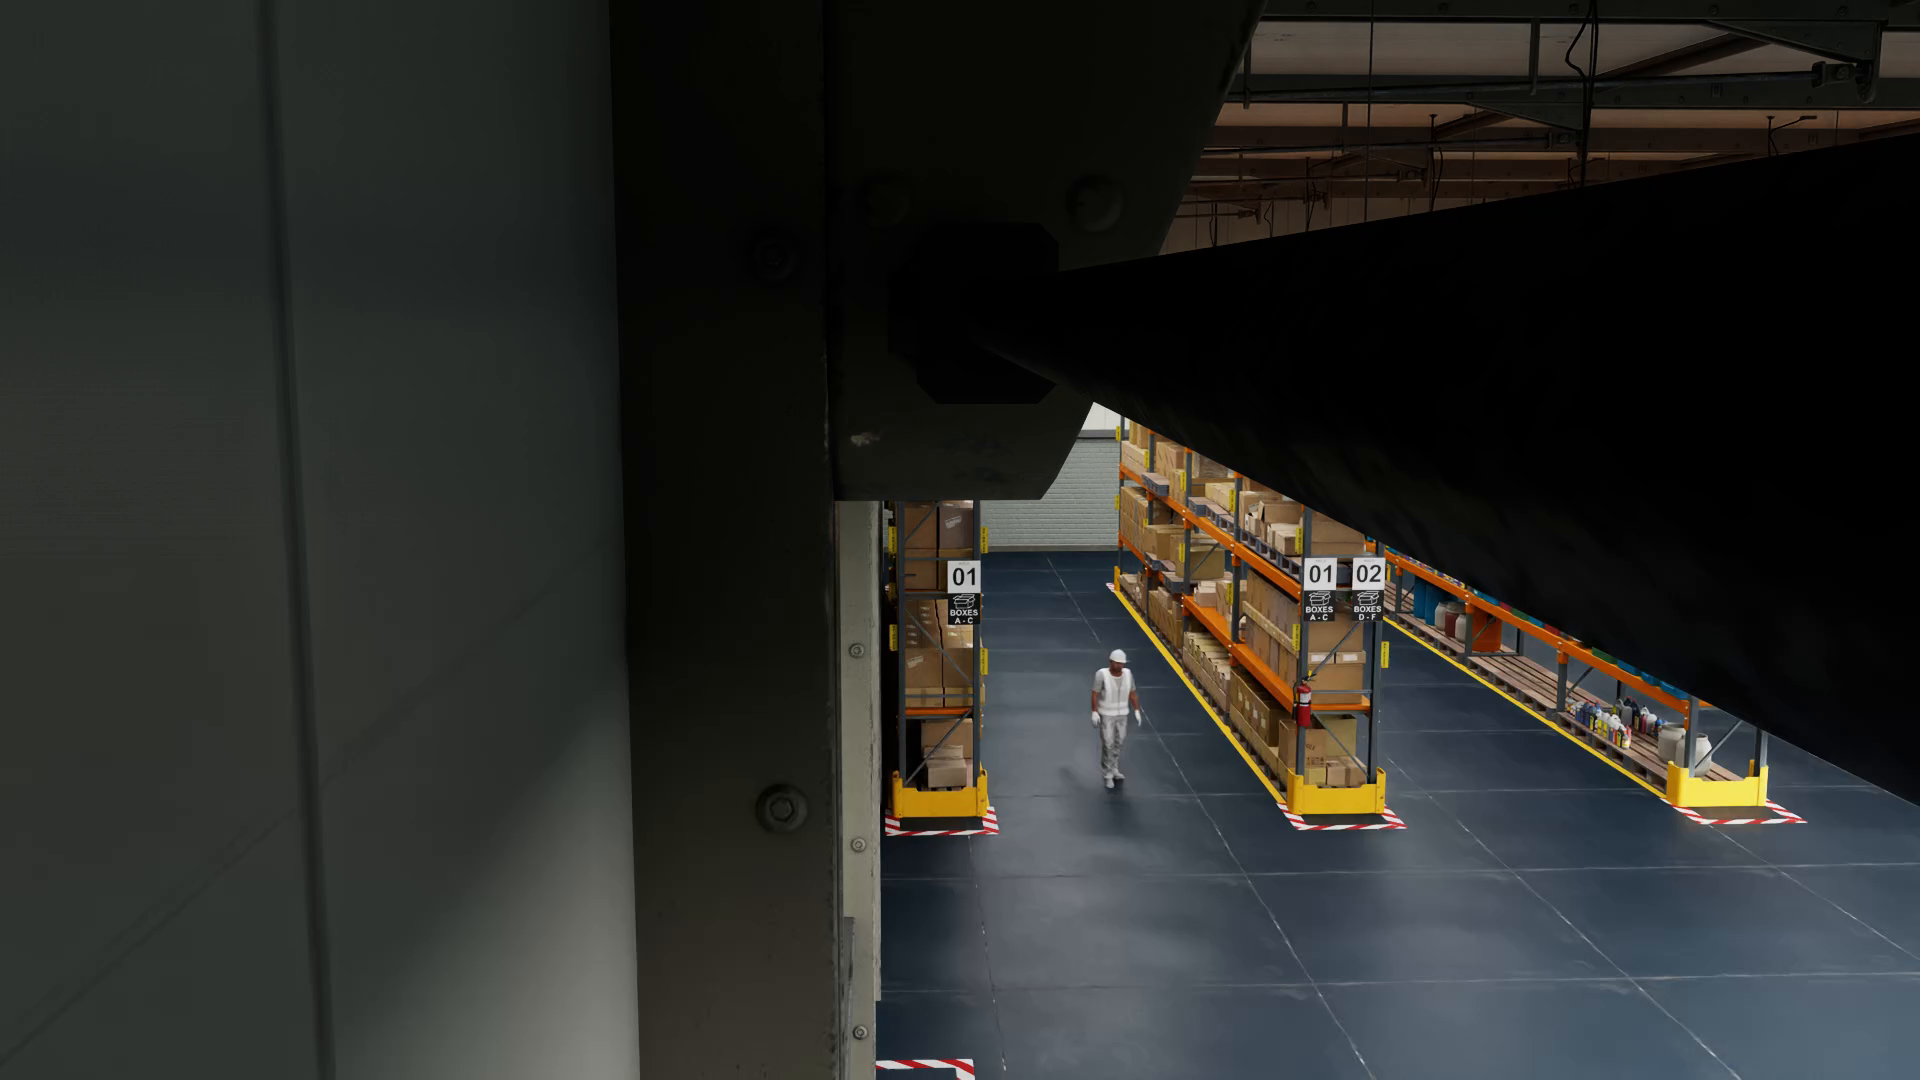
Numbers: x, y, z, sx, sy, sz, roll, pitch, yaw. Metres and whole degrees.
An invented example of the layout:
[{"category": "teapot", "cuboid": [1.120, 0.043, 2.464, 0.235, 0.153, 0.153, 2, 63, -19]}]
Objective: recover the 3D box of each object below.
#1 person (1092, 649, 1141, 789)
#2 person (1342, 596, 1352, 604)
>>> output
[{"category": "person", "cuboid": [2.039, 2.335, 21.858, 0.617, 1.847, 0.496, -3, 9, -21]}, {"category": "person", "cuboid": [7.587, 0.718, 32.864, 0.579, 1.766, 0.854, 8, 11, 43]}]
